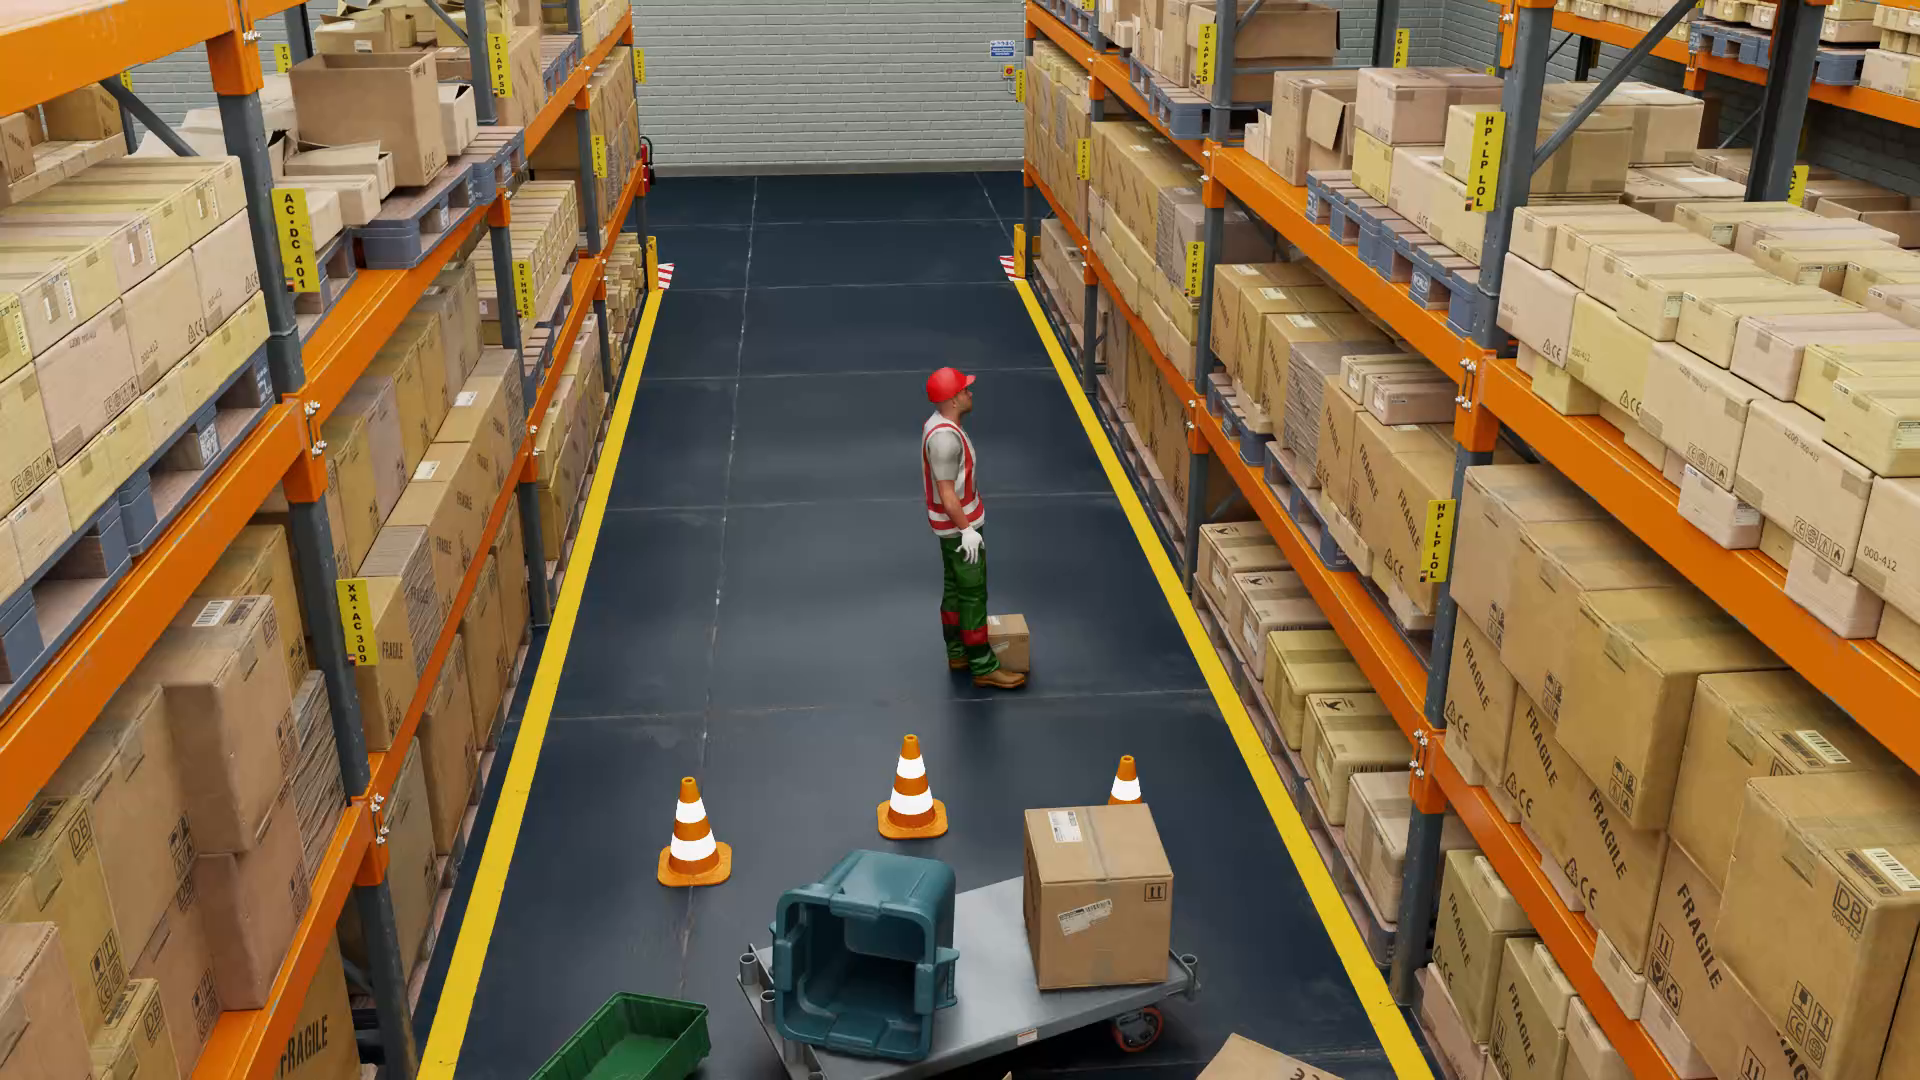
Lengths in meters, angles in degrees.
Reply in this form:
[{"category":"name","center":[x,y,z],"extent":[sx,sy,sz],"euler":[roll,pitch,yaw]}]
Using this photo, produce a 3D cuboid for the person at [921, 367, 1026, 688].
[{"category":"person","center":[0.070,-0.091,9.255],"extent":[0.563,1.787,0.638],"euler":[-2,24,-5]}]
